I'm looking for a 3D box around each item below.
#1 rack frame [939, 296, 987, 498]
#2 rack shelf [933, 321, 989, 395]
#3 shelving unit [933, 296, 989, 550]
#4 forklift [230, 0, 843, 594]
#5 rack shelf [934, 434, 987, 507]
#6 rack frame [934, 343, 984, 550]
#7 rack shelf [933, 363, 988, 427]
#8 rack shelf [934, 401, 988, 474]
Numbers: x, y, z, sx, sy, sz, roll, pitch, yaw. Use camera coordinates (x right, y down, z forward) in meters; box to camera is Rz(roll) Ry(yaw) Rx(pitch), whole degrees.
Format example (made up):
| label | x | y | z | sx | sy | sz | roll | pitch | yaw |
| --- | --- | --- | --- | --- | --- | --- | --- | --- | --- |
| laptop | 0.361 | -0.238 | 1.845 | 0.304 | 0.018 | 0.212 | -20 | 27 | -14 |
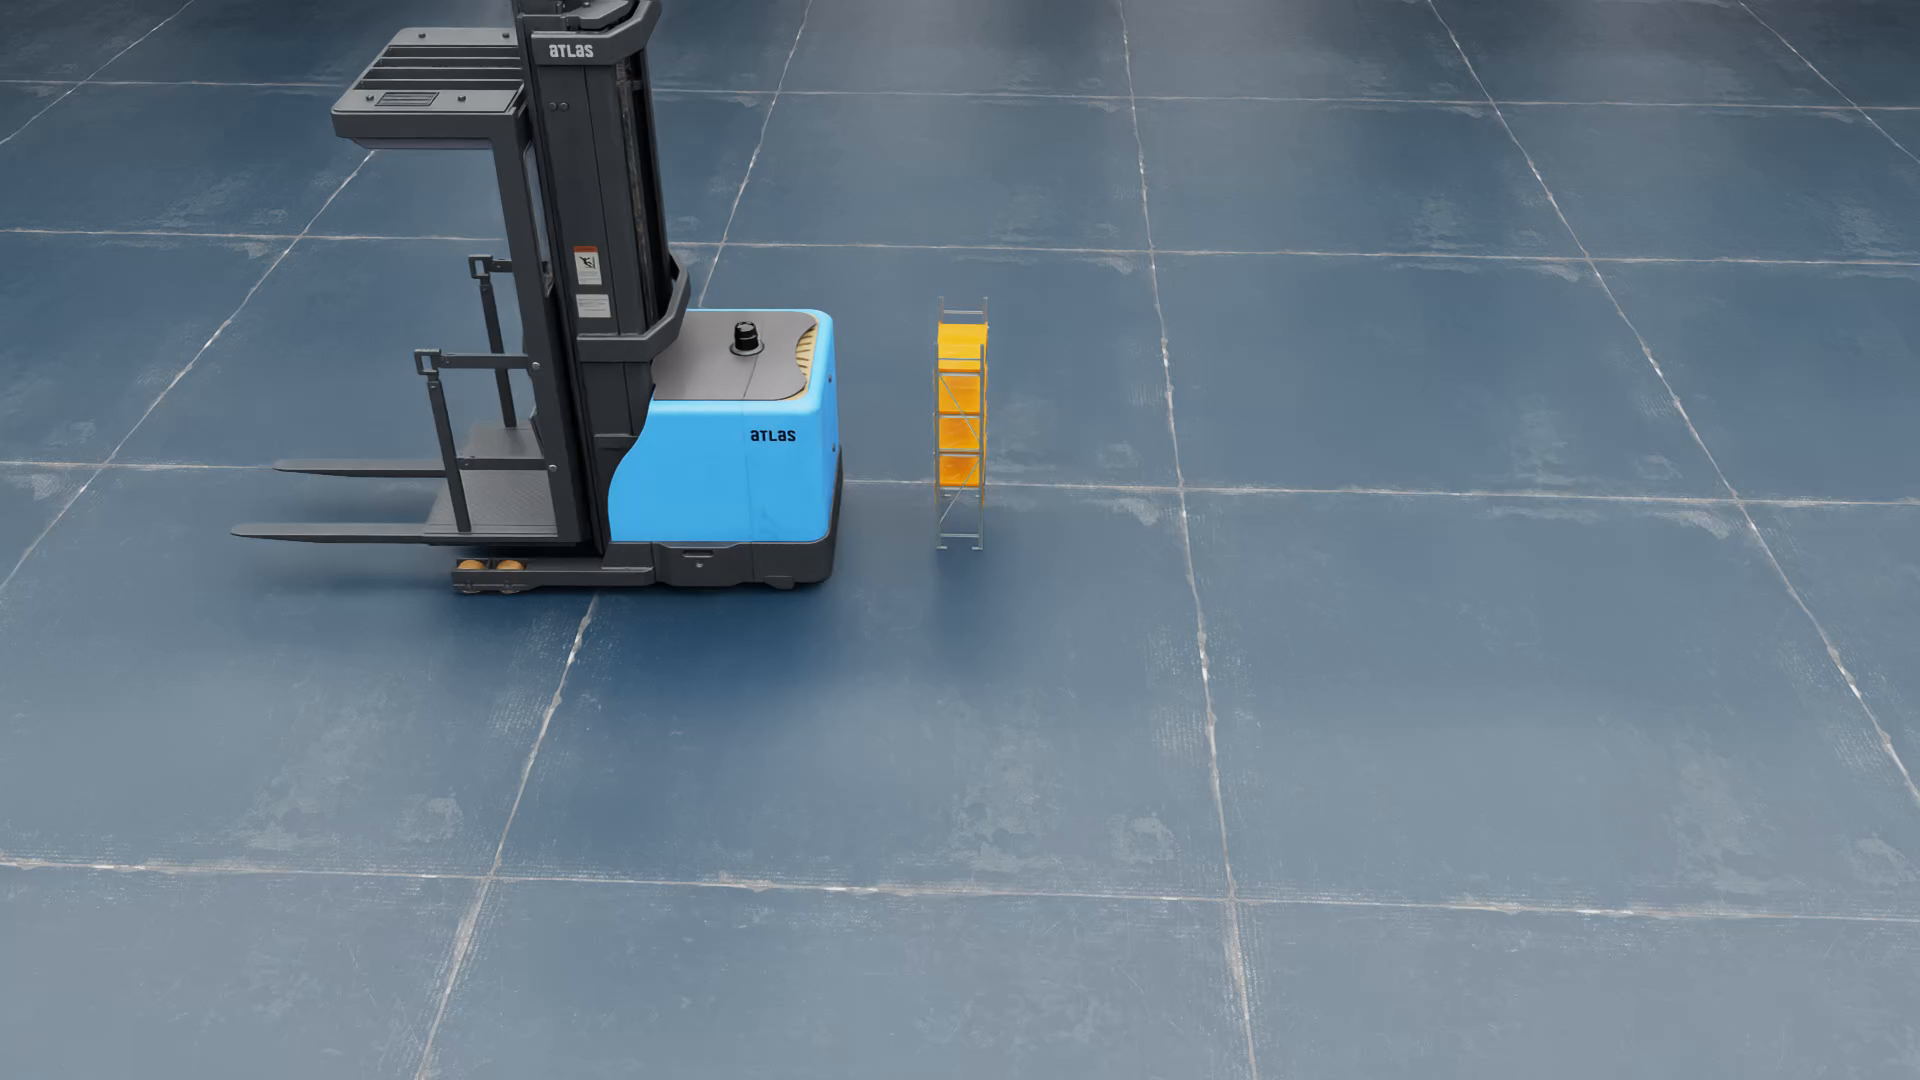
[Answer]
| label | x | y | z | sx | sy | sz | roll | pitch | yaw |
| --- | --- | --- | --- | --- | --- | --- | --- | --- | --- |
| rack frame | 0.016 | -0.726 | 8.686 | 0.240 | 1.200 | 0.015 | 1 | 35 | 2 |
| rack shelf | 0.007 | -0.907 | 8.260 | 0.258 | 0.148 | 0.480 | 1 | 35 | 2 |
| shelving unit | 0.007 | -0.586 | 8.486 | 0.258 | 1.200 | 0.503 | 1 | 35 | 2 |
| forklift | -2.155 | -1.236 | 7.905 | 3.031 | 2.935 | 1.130 | 0 | 35 | 0 |
| rack shelf | 0.007 | -0.368 | 8.639 | 0.258 | 0.148 | 0.480 | 1 | 35 | 2 |
| rack frame | -0.003 | -0.446 | 8.287 | 0.240 | 1.200 | 0.015 | 1 | 35 | 2 |
| rack shelf | 0.007 | -0.714 | 8.396 | 0.258 | 0.148 | 0.480 | 1 | 35 | 2 |
| rack shelf | 0.007 | -0.531 | 8.525 | 0.258 | 0.148 | 0.480 | 1 | 35 | 2 |
